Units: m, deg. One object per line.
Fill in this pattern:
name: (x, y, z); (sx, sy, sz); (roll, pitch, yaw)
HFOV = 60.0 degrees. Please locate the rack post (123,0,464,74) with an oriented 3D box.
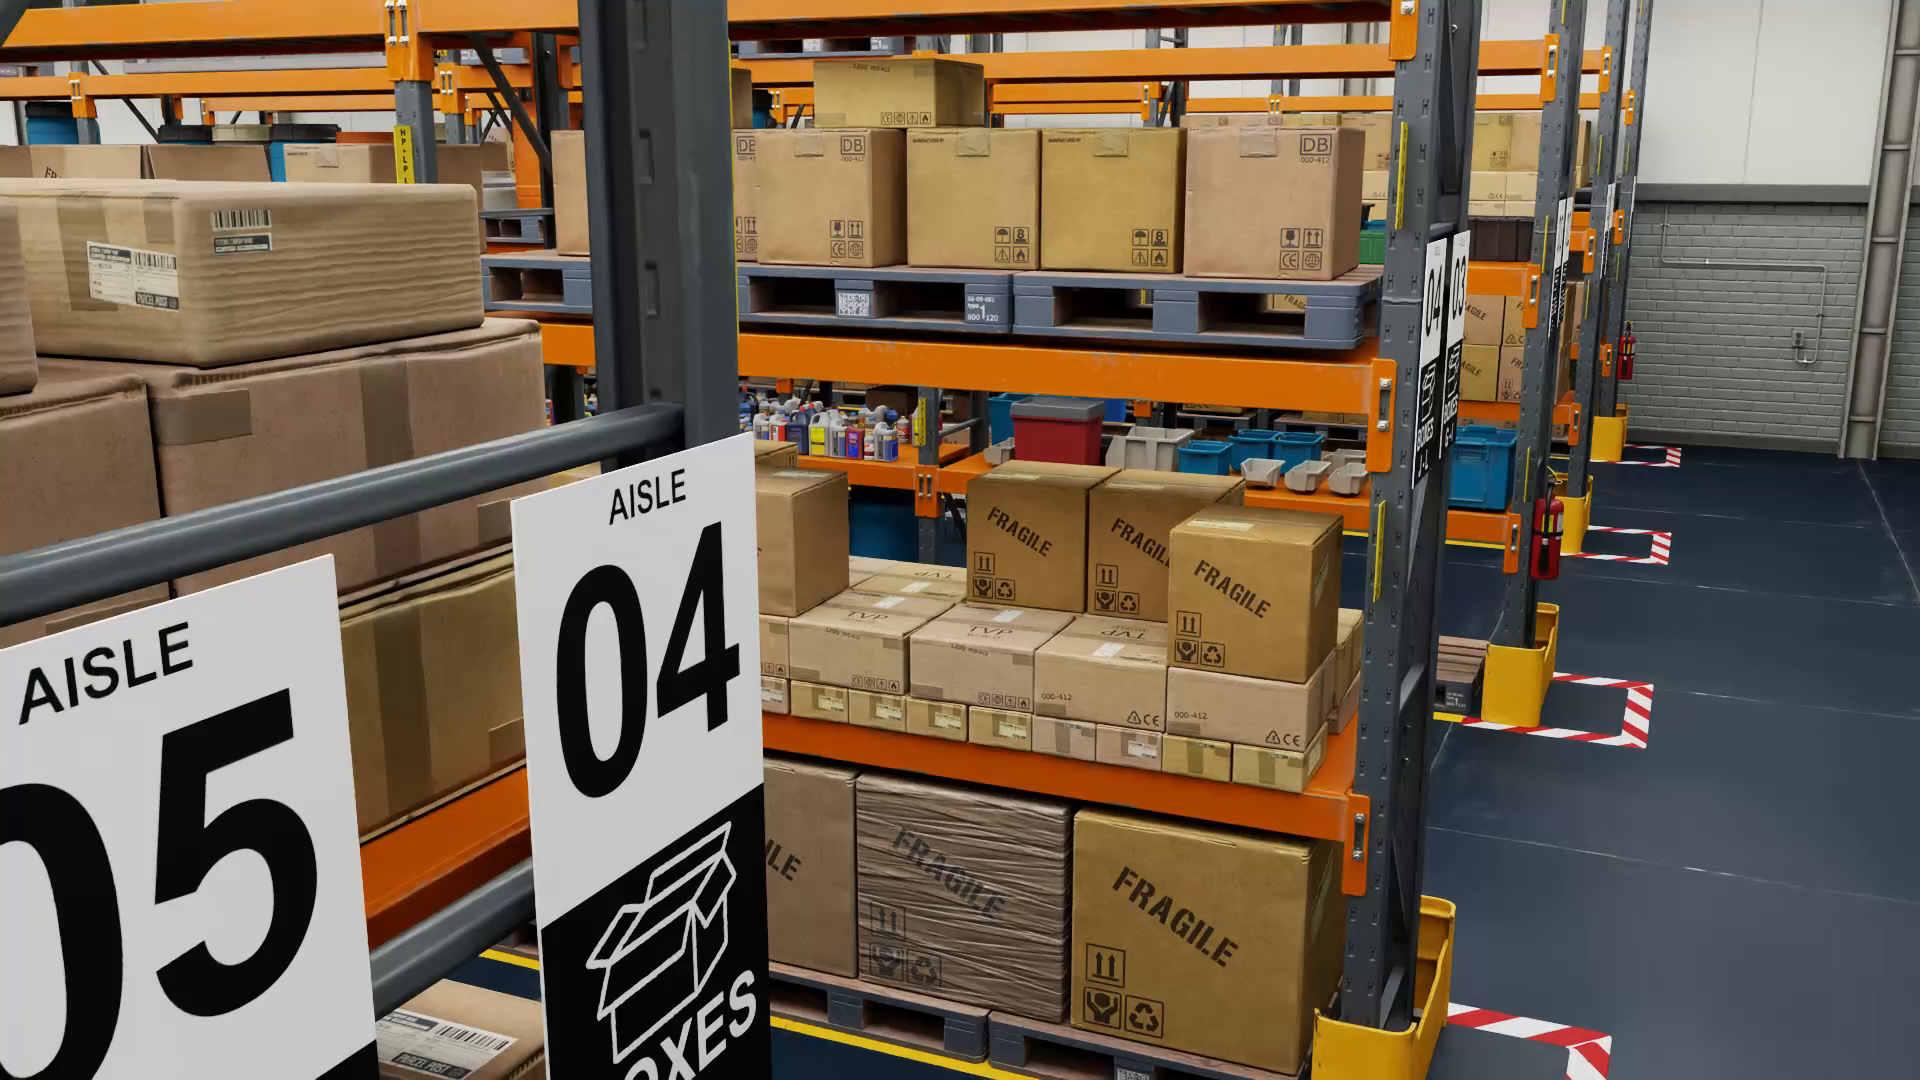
rack post: (-5.517, -4.394, 13.840); (3.121, 1.000, 1.013); (6, 14, 23)

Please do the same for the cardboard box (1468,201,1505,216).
cardboard box: (4.600, -2.893, 14.774); (0.500, 0.250, 0.500); (6, 14, 23)

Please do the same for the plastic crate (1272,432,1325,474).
plastic crate: (2.323, -0.591, 11.439); (0.300, 0.233, 0.416); (6, 14, 23)

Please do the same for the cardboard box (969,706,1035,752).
cardboard box: (0.220, 0.668, 6.385); (0.250, 0.149, 0.380); (5, 14, 22)

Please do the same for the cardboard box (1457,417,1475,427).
cardboard box: (6.034, -1.623, 20.155); (0.500, 0.500, 0.700); (5, 14, 21)

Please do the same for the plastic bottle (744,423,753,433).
plastic bottle: (-1.564, -0.770, 12.402); (0.097, 0.201, 0.097); (0, 13, 0)

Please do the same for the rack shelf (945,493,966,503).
rack shelf: (0.007, -0.405, 15.152); (0.200, 0.077, 0.258); (6, 14, 23)

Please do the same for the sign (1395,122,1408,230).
sign: (1.381, -1.136, 5.196); (0.005, 0.325, 0.100); (6, 14, 23)

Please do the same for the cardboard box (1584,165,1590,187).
cardboard box: (7.064, -4.259, 19.456); (0.500, 0.250, 0.500); (7, 15, 26)

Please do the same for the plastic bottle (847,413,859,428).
plastic bottle: (-0.825, -0.885, 12.891); (0.097, 0.201, 0.097); (0, 13, 0)

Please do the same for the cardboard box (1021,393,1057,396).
cardboard box: (0.714, -1.385, 17.453); (0.500, 0.250, 0.500); (6, 14, 23)

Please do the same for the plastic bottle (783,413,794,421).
plastic bottle: (-1.291, -0.815, 12.438); (0.097, 0.271, 0.097); (0, 13, 0)

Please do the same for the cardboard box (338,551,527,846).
cardboard box: (-0.795, 0.149, 1.812); (0.500, 0.250, 0.500); (6, 15, 25)

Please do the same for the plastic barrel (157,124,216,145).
plastic barrel: (-6.799, -3.243, 14.841); (0.708, 0.901, 0.600); (6, 14, 23)

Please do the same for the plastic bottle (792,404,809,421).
plastic bottle: (-1.215, -0.916, 12.859); (0.135, 0.276, 0.152); (6, 14, 23)

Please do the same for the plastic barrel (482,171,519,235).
plastic barrel: (-3.855, -2.778, 13.711); (0.421, 0.512, 0.421); (0, 13, 0)

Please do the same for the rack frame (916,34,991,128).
rack frame: (-0.038, -3.721, 11.409); (0.127, 3.000, 1.000); (6, 14, 23)

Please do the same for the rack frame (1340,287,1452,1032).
rack frame: (1.613, 0.604, 6.108); (0.127, 3.000, 1.000); (6, 14, 23)

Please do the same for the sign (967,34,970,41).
sign: (0.107, -6.539, 21.202); (0.005, 0.325, 0.100); (6, 14, 23)

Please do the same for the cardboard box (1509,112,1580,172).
cardboard box: (5.153, -3.504, 14.644); (0.500, 0.500, 0.700); (6, 14, 23)

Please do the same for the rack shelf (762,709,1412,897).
rack shelf: (-0.215, 0.770, 6.979); (4.000, 0.370, 1.077); (6, 14, 23)

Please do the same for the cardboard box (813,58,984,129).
cardboard box: (-0.230, -1.712, 6.414); (0.500, 0.250, 0.500); (5, 14, 21)

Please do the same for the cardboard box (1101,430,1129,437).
cardboard box: (1.405, -0.817, 16.676); (0.500, 0.500, 0.500); (6, 14, 23)

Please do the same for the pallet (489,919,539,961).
pallet: (-1.380, 1.679, 7.634); (1.213, 0.211, 1.003); (6, 14, 23)

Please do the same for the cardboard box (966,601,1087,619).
cardboard box: (0.348, 0.338, 6.921); (0.500, 0.250, 0.500); (5, 14, 21)

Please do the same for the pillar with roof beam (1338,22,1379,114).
pillar with roof beam: (3.222, -5.007, 16.889); (0.400, 9.000, 9.100); (6, 14, 23)

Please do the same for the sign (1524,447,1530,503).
sign: (3.411, -0.393, 10.002); (0.005, 0.325, 0.100); (6, 14, 23)

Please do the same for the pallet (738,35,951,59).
pallet: (-0.807, -3.504, 11.775); (1.213, 0.211, 1.003); (6, 14, 23)

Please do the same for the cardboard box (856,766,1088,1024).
cardboard box: (0.164, 1.308, 6.843); (0.875, 0.875, 0.875); (6, 14, 23)

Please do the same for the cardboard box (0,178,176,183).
cardboard box: (-1.136, -0.339, 1.923); (0.250, 0.149, 0.380); (6, 14, 23)

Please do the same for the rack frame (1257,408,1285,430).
rack frame: (3.975, -2.869, 20.912); (0.127, 3.000, 1.000); (6, 14, 23)

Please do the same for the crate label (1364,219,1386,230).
crate label: (2.907, -1.971, 10.842); (0.502, 0.251, 0.408); (6, 14, 23)

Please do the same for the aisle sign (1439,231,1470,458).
aisle sign: (1.801, -0.717, 6.050); (0.004, 0.787, 0.394); (6, 14, 23)

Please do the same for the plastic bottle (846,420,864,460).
plastic bottle: (-0.759, -0.724, 12.026); (0.133, 0.283, 0.061); (6, 14, 23)

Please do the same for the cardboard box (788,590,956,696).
cardboard box: (-0.344, 0.402, 6.649); (0.500, 0.250, 0.500); (6, 14, 23)

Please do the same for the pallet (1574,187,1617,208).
pallet: (6.950, -3.983, 19.286); (1.213, 0.211, 1.003); (6, 14, 23)

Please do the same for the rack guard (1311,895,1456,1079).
rack guard: (1.635, 1.824, 6.384); (0.348, 0.500, 1.175); (6, 14, 23)

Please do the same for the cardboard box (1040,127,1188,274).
cardboard box: (0.651, -1.272, 6.181); (0.500, 0.500, 0.700); (5, 14, 21)

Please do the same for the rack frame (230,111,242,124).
rack frame: (-8.998, -5.866, 20.551); (0.053, 2.616, 0.949); (6, 14, 23)

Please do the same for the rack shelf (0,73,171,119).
rack shelf: (-9.181, -4.101, 15.480); (4.000, 0.370, 1.077); (6, 14, 23)

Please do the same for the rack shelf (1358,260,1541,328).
rack shelf: (1.791, -1.725, 11.045); (4.000, 0.370, 1.077); (6, 14, 23)

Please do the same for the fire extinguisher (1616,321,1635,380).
fire extinguisher: (7.583, -2.170, 18.916); (0.183, 0.674, 0.296); (6, 14, 23)

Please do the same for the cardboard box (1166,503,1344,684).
cardboard box: (1.061, 0.177, 5.964); (0.500, 0.500, 0.500); (6, 14, 24)

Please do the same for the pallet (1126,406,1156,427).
pallet: (2.120, -1.680, 21.948); (1.213, 0.211, 1.003); (6, 14, 23)

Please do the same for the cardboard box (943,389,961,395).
cardboard box: (-0.362, -2.293, 22.963); (0.500, 0.500, 0.700); (6, 14, 24)

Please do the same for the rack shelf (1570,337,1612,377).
rack shelf: (5.804, -2.334, 20.206); (4.000, 0.370, 1.077); (6, 14, 23)

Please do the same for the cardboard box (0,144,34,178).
cardboard box: (-5.114, -1.809, 8.684); (0.637, 0.503, 0.797); (7, 15, 27)

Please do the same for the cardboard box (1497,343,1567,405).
cardboard box: (5.109, -1.498, 14.847); (0.500, 0.500, 0.500); (6, 15, 25)

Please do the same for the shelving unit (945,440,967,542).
shelving unit: (0.007, -0.437, 15.144); (0.210, 0.900, 0.258); (6, 14, 23)

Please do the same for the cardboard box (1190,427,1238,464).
cardboard box: (2.608, -0.838, 16.765); (0.500, 0.500, 0.500); (6, 14, 23)

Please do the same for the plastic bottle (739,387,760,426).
plastic bottle: (-1.688, -1.039, 13.221); (0.185, 0.351, 0.144); (6, 14, 23)
